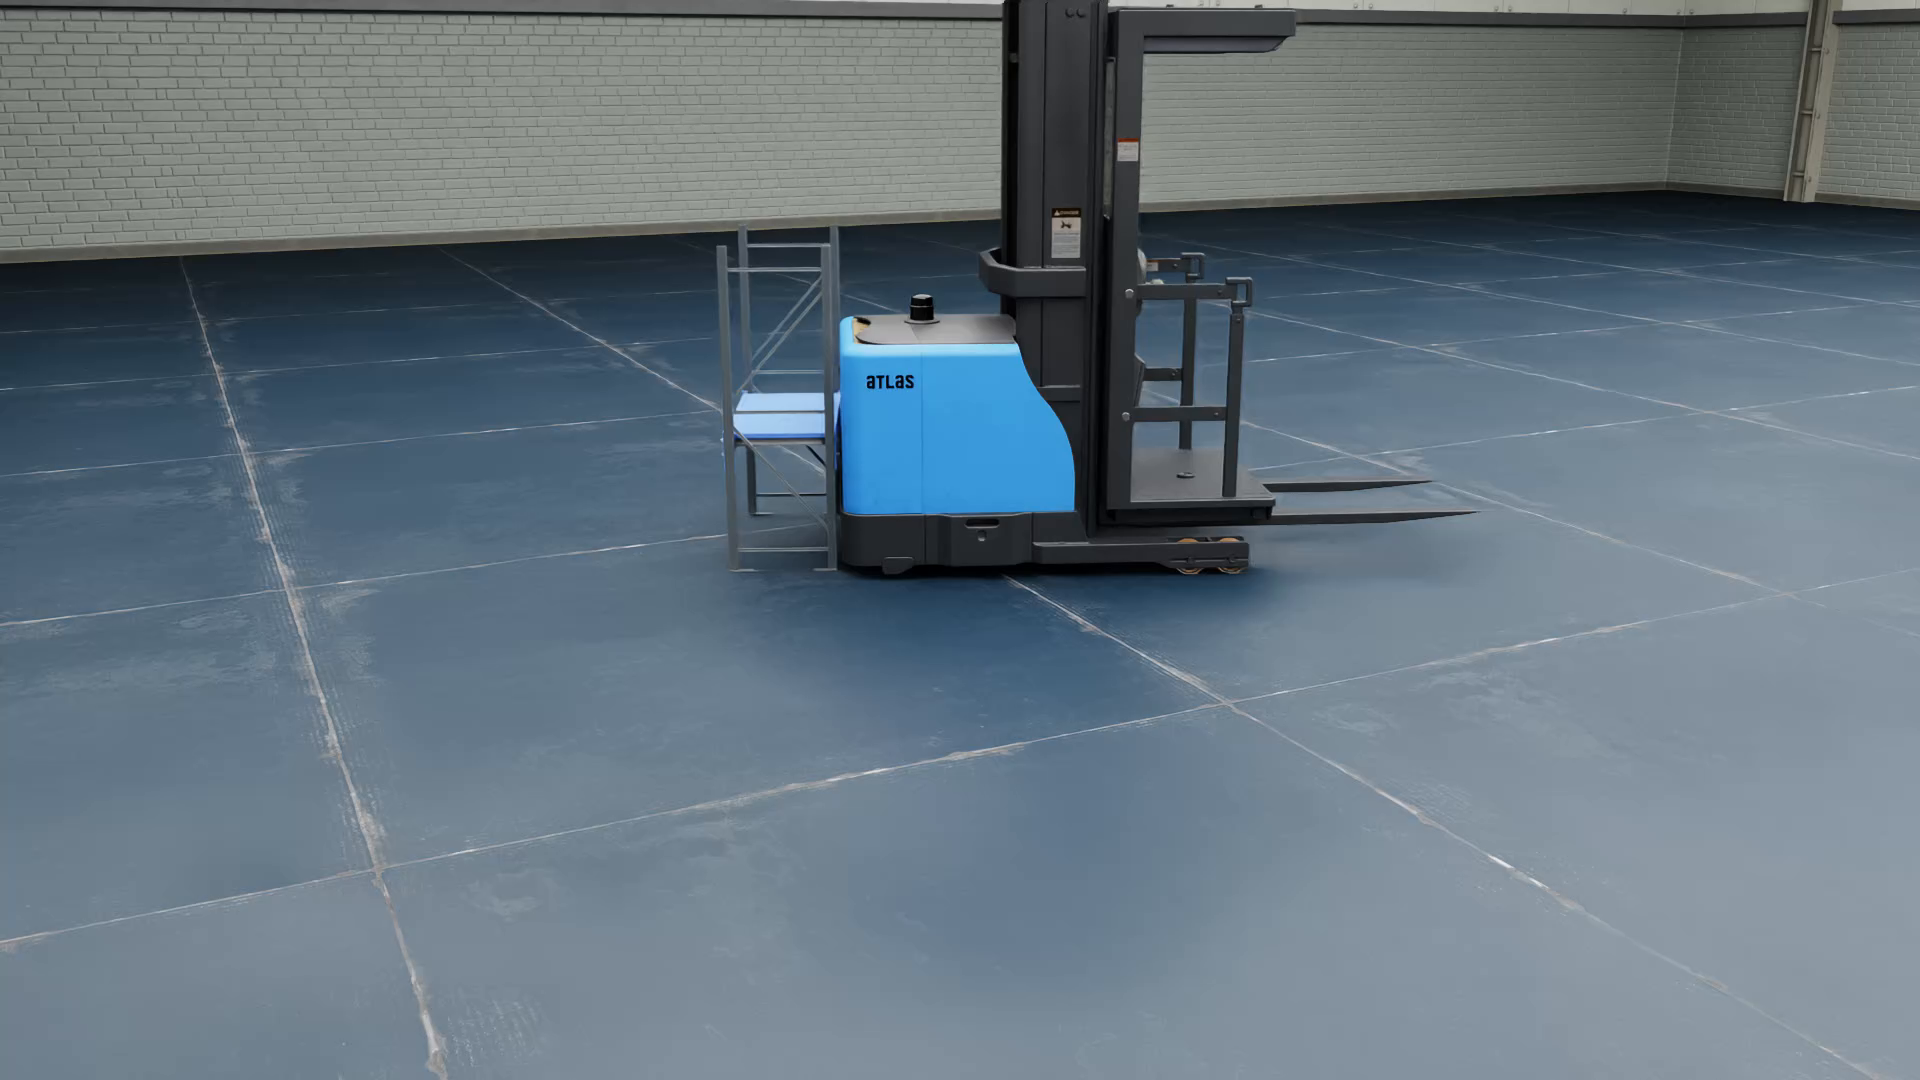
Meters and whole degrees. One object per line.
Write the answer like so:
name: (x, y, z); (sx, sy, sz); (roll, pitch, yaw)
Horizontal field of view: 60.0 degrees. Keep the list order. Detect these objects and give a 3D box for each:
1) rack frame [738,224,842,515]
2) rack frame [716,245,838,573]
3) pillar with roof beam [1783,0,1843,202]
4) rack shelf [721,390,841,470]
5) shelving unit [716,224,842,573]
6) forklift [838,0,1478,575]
rack frame: (-0.858, -0.856, 8.514); (0.500, 1.500, 0.032); (-1, 16, -2)
rack frame: (-0.821, -0.576, 7.538); (0.500, 1.500, 0.032); (-1, 16, -2)
pillar with roof beam: (10.487, -9.602, 25.395); (9.100, 9.000, 0.400); (-8, 18, -25)
rack shelf: (-0.839, -0.543, 8.076); (0.538, 0.185, 1.000); (-1, 16, -2)
shelving unit: (-0.839, -0.716, 8.026); (0.538, 1.500, 1.048); (-1, 16, -2)
forklift: (0.935, -1.392, 7.788); (3.031, 2.935, 1.130); (-1, 16, -4)
